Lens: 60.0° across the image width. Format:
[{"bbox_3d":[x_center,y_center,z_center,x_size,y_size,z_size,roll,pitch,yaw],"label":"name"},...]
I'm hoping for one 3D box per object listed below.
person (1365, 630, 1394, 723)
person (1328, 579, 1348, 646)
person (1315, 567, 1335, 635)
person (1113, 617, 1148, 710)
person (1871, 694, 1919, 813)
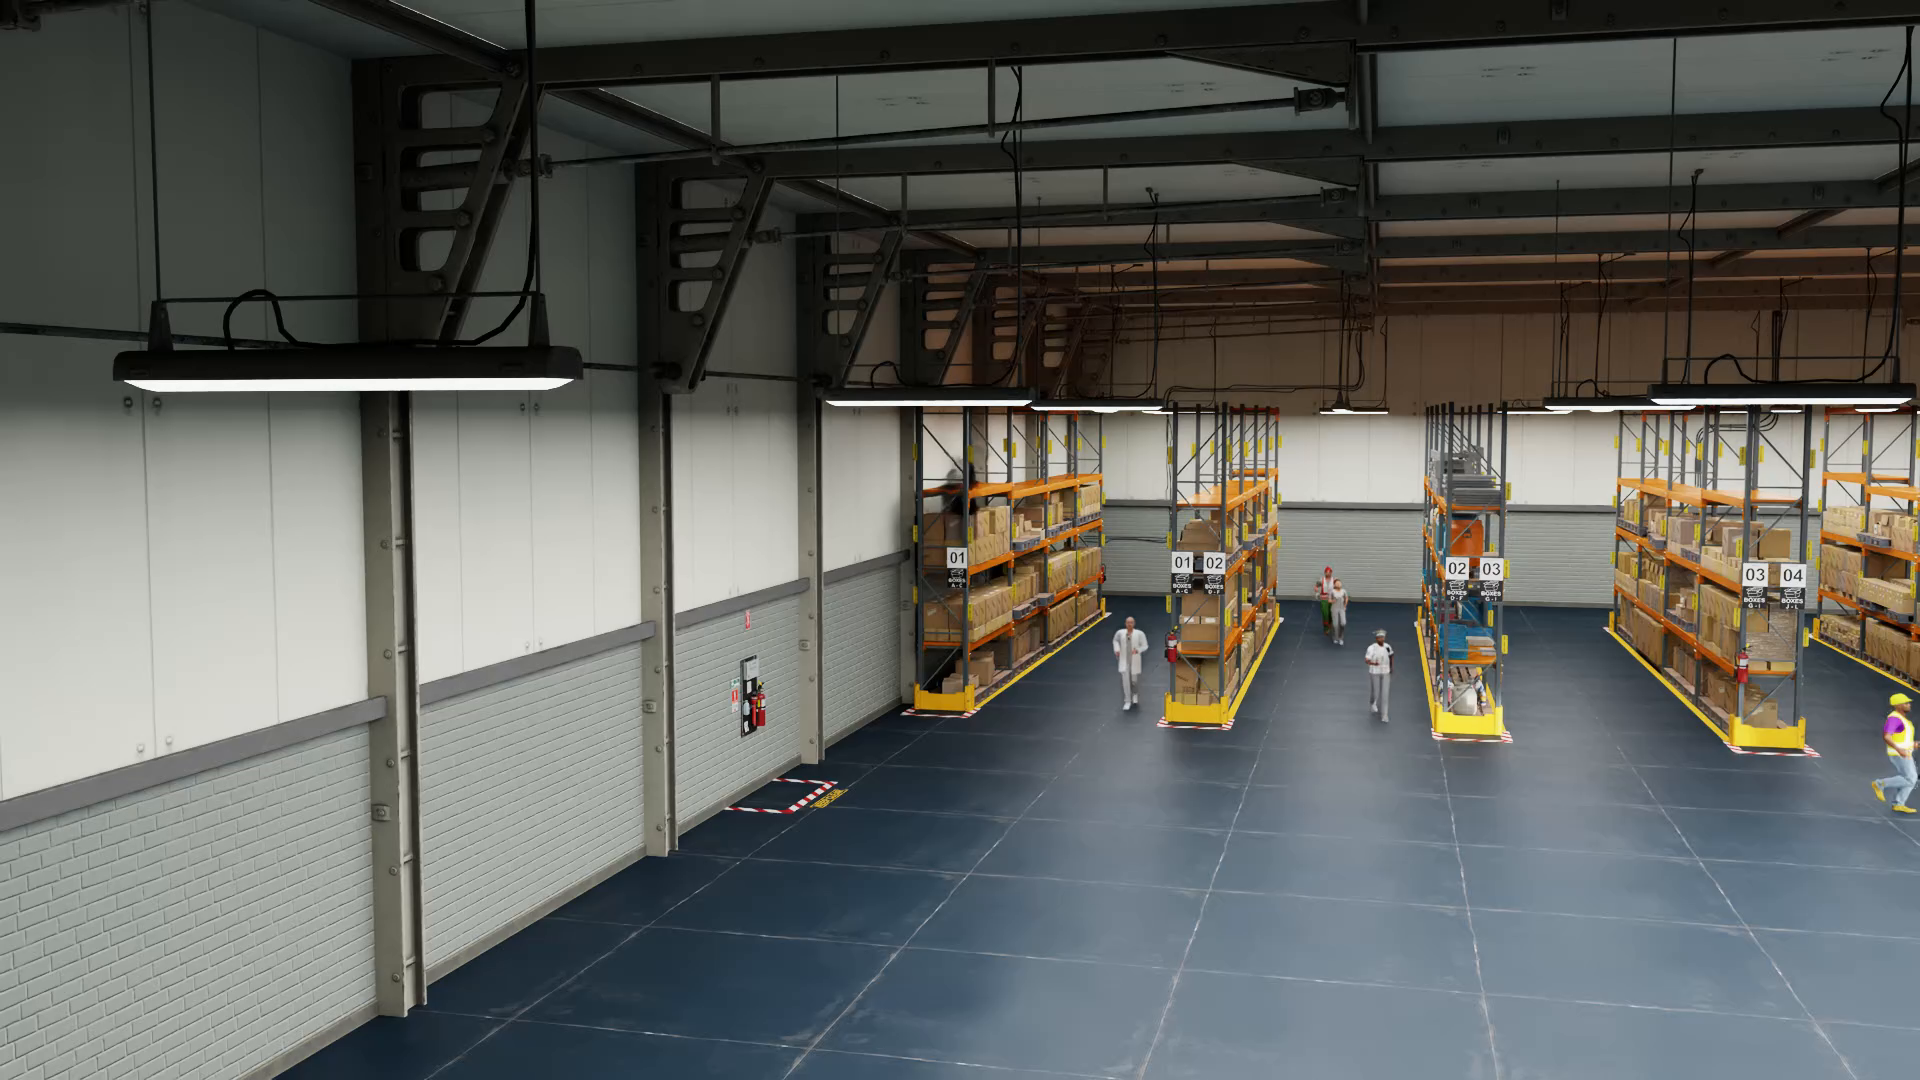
[{"bbox_3d":[7.949,2.539,31.475,0.579,1.694,0.923,0,4,3],"label":"person"},{"bbox_3d":[9.496,1.816,41.713,0.546,1.678,0.641,0,4,3],"label":"person"},{"bbox_3d":[9.701,1.596,43.874,0.669,1.766,0.928,1,4,8],"label":"person"},{"bbox_3d":[3.352,2.407,32.827,0.711,1.786,0.900,1,4,11],"label":"person"},{"bbox_3d":[13.600,3.083,24.148,0.589,1.721,0.702,3,5,38],"label":"person"}]
